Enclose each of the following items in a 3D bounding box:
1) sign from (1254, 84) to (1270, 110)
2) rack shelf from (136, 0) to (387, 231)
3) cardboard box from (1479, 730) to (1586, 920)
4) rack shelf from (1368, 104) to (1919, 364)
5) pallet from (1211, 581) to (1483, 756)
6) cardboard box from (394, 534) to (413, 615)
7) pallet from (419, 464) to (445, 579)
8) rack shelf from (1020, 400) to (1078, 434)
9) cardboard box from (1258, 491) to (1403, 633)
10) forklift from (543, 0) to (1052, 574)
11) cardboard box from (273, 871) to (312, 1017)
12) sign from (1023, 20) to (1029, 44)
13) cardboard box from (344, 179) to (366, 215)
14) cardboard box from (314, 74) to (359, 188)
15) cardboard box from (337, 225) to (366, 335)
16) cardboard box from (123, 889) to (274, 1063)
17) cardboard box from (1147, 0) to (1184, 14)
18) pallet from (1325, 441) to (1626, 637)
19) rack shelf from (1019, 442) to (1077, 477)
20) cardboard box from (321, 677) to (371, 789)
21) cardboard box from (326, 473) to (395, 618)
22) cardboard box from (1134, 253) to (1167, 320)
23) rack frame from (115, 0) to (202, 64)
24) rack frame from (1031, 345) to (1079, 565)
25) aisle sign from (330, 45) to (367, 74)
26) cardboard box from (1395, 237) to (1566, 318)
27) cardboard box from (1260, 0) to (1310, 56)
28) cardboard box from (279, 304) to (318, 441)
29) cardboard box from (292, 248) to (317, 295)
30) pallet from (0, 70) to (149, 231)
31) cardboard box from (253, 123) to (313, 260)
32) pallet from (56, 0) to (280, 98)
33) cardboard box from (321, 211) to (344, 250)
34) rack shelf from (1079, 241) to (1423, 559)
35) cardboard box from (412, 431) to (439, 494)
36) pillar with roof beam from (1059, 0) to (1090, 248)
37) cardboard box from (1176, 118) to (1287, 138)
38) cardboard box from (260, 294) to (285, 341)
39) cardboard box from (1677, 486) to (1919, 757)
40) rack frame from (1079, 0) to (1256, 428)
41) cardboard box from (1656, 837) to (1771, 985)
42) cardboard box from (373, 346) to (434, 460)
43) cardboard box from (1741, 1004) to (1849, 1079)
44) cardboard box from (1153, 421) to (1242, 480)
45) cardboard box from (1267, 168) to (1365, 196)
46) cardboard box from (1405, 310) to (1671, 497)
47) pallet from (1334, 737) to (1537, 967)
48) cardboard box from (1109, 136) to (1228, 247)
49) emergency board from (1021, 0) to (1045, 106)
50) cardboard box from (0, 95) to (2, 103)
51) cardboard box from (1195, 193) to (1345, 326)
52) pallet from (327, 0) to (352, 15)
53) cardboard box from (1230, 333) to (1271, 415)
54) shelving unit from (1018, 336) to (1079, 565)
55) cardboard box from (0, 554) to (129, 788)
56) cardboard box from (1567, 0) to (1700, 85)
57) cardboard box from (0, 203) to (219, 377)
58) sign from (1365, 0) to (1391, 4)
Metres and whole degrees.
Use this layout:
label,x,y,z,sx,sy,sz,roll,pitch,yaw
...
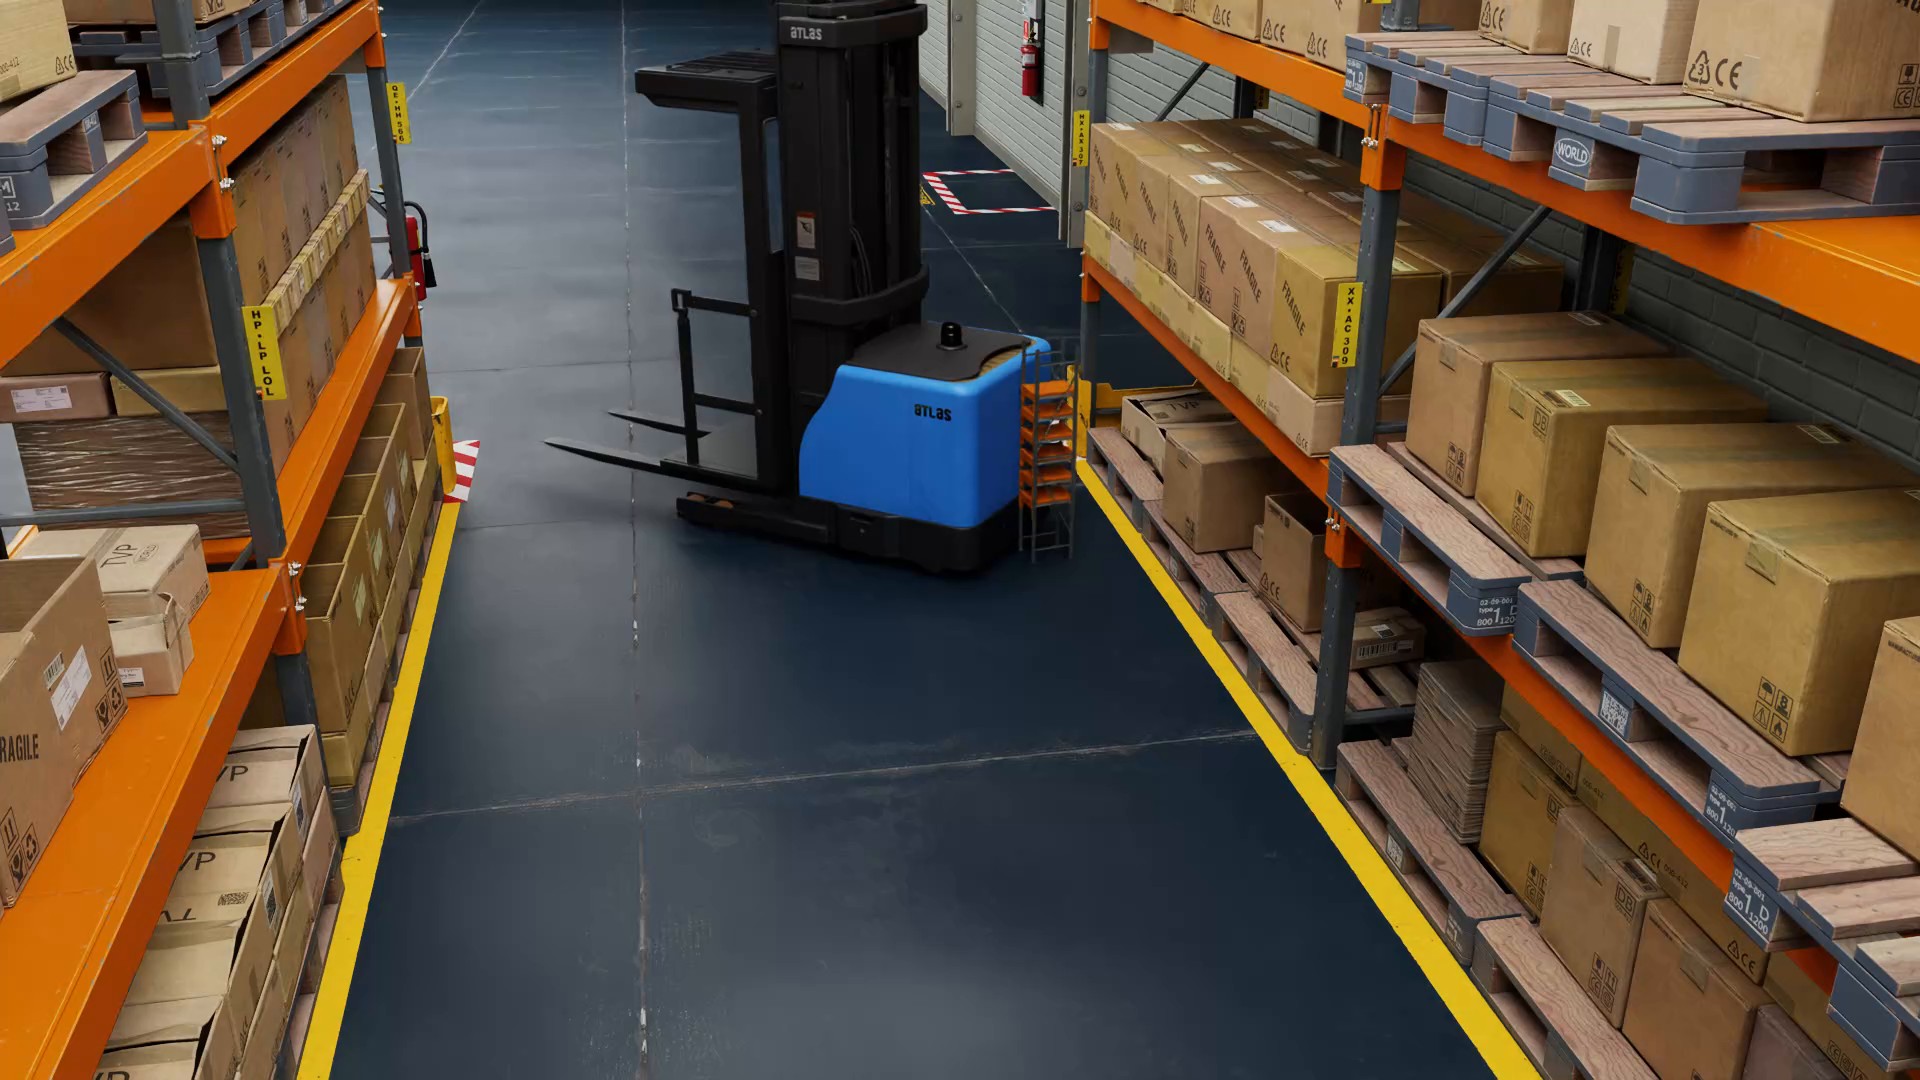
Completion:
label,x,y,z,sx,sy,sz,roll,pitch,yaw
sign,1.805,-2.738,9.930,0.100,0.325,0.005,-4,24,-10
rack shelf,-3.242,-1.920,7.049,1.077,0.370,4.000,-4,24,-10
cardboard box,2.293,0.976,5.842,0.700,0.500,0.500,-5,24,-11
rack shelf,2.365,-0.714,4.289,1.077,0.370,4.000,-4,24,-10
pallet,1.837,0.560,7.704,1.003,0.211,1.213,-4,24,-10
cardboard box,-2.933,0.184,7.991,0.500,0.250,0.500,-4,24,-10
pallet,-3.429,-0.086,9.183,1.003,0.211,1.213,-4,24,-10
rack shelf,0.467,-0.647,8.744,0.258,0.103,0.180,-8,25,-19
cardboard box,1.764,0.082,7.887,0.500,0.500,0.500,-6,24,-14
forklift,-1.031,-1.569,9.181,3.031,2.935,1.130,12,26,25
cardboard box,-2.419,1.320,5.390,0.500,0.250,0.500,-5,24,-11
sign,0.706,-5.395,17.809,0.001,0.329,0.234,-4,24,-10
cardboard box,-3.304,-1.765,8.609,0.380,0.149,0.250,-4,24,-8
cardboard box,-3.528,-2.096,8.556,0.700,0.500,0.500,-4,24,-10
cardboard box,-3.436,-1.316,8.391,0.700,0.500,0.500,-4,24,-8
cardboard box,-2.323,1.261,4.824,0.500,0.311,0.500,-4,24,-10
cardboard box,1.236,-2.891,8.224,0.500,0.500,0.500,-3,24,-7
pallet,1.994,-0.057,5.872,1.003,0.211,1.213,-4,24,-10
rack shelf,0.466,-0.428,8.840,0.258,0.103,0.180,-8,25,-19
cardboard box,-2.660,0.775,6.639,0.500,0.250,0.500,-4,24,-10
cardboard box,-2.835,0.037,7.391,0.500,0.500,0.500,-4,24,-10
cardboard box,1.232,-1.350,8.757,0.500,0.250,0.500,-5,24,-11
rack frame,-2.872,-2.837,4.503,1.000,3.000,0.127,-4,24,-10
rack frame,0.498,-0.434,8.743,0.240,1.200,0.006,-8,25,-19
aisle sign,-3.335,-2.900,8.895,0.394,0.787,0.004,-4,24,-10
cardboard box,2.114,-0.941,6.881,0.500,0.500,0.500,-5,24,-11
cardboard box,1.578,-2.266,6.793,0.500,0.500,0.500,-6,24,-14
cardboard box,-3.153,-0.713,7.009,0.700,0.500,0.500,-4,24,-9
cardboard box,-3.021,-1.160,7.223,0.380,0.149,0.250,-4,24,-10
pallet,-2.696,-1.029,4.350,0.805,0.209,1.217,-5,24,-12
cardboard box,-3.239,-1.495,7.179,0.700,0.500,0.500,-4,24,-10
pallet,-3.055,-1.756,5.885,1.003,0.211,1.213,-4,24,-10
cardboard box,-3.163,-1.462,7.915,0.380,0.149,0.250,-4,24,-8
rack shelf,1.626,-0.913,8.492,1.077,0.370,4.000,-4,24,-10
cardboard box,-3.222,-0.405,9.340,0.500,0.250,0.500,-4,24,-10
pillar with roof beam,-3.105,-6.609,13.139,9.100,9.000,0.400,-4,24,-10
cardboard box,1.552,-2.144,9.636,0.500,0.500,0.500,-5,24,-10
cardboard box,-2.877,-0.854,6.523,0.380,0.149,0.250,-5,24,-10
cardboard box,2.386,0.197,4.376,0.700,0.500,0.500,-4,24,-10
rack frame,1.256,-2.029,10.149,1.000,3.000,0.127,-4,24,-10
cardboard box,2.407,1.007,4.832,0.500,0.250,0.500,-4,24,-10
cardboard box,-3.220,-0.749,9.190,0.500,0.500,0.500,-4,24,-10
cardboard box,2.570,1.571,4.480,0.700,0.500,0.500,-4,24,-10
cardboard box,1.401,-0.496,9.447,0.500,0.311,0.500,-2,24,-5
cardboard box,1.828,-1.544,8.263,0.500,0.500,0.500,-4,24,-9
cardboard box,2.056,-0.501,5.974,0.700,0.500,0.500,-4,24,-10
pallet,2.141,1.128,6.404,1.003,0.211,1.213,-4,24,-10
cardboard box,1.130,-1.908,9.097,0.500,0.500,0.500,-4,24,-10
emergency board,0.706,-5.153,17.301,0.194,1.169,0.643,-4,24,-10
cardboard box,-2.663,-1.127,3.999,0.500,0.250,0.500,-7,24,-15
cardboard box,1.424,-1.298,7.700,0.500,0.500,0.500,-5,24,-11
pallet,-3.506,-2.715,8.082,1.003,0.211,1.213,-4,24,-10
cardboard box,1.526,-0.757,7.398,0.500,0.250,0.500,-4,24,-10
shelving unit,0.466,-0.468,8.822,0.258,1.200,0.189,-8,25,-19
cardboard box,-2.649,0.377,4.515,0.500,0.500,0.500,-3,24,-6
cardboard box,2.132,-1.519,4.819,0.500,0.311,0.500,-4,24,-8
cardboard box,-2.960,-0.902,5.823,0.700,0.500,0.500,-4,24,-9
sign,1.464,-2.024,5.744,0.100,0.325,0.005,-4,24,-10
